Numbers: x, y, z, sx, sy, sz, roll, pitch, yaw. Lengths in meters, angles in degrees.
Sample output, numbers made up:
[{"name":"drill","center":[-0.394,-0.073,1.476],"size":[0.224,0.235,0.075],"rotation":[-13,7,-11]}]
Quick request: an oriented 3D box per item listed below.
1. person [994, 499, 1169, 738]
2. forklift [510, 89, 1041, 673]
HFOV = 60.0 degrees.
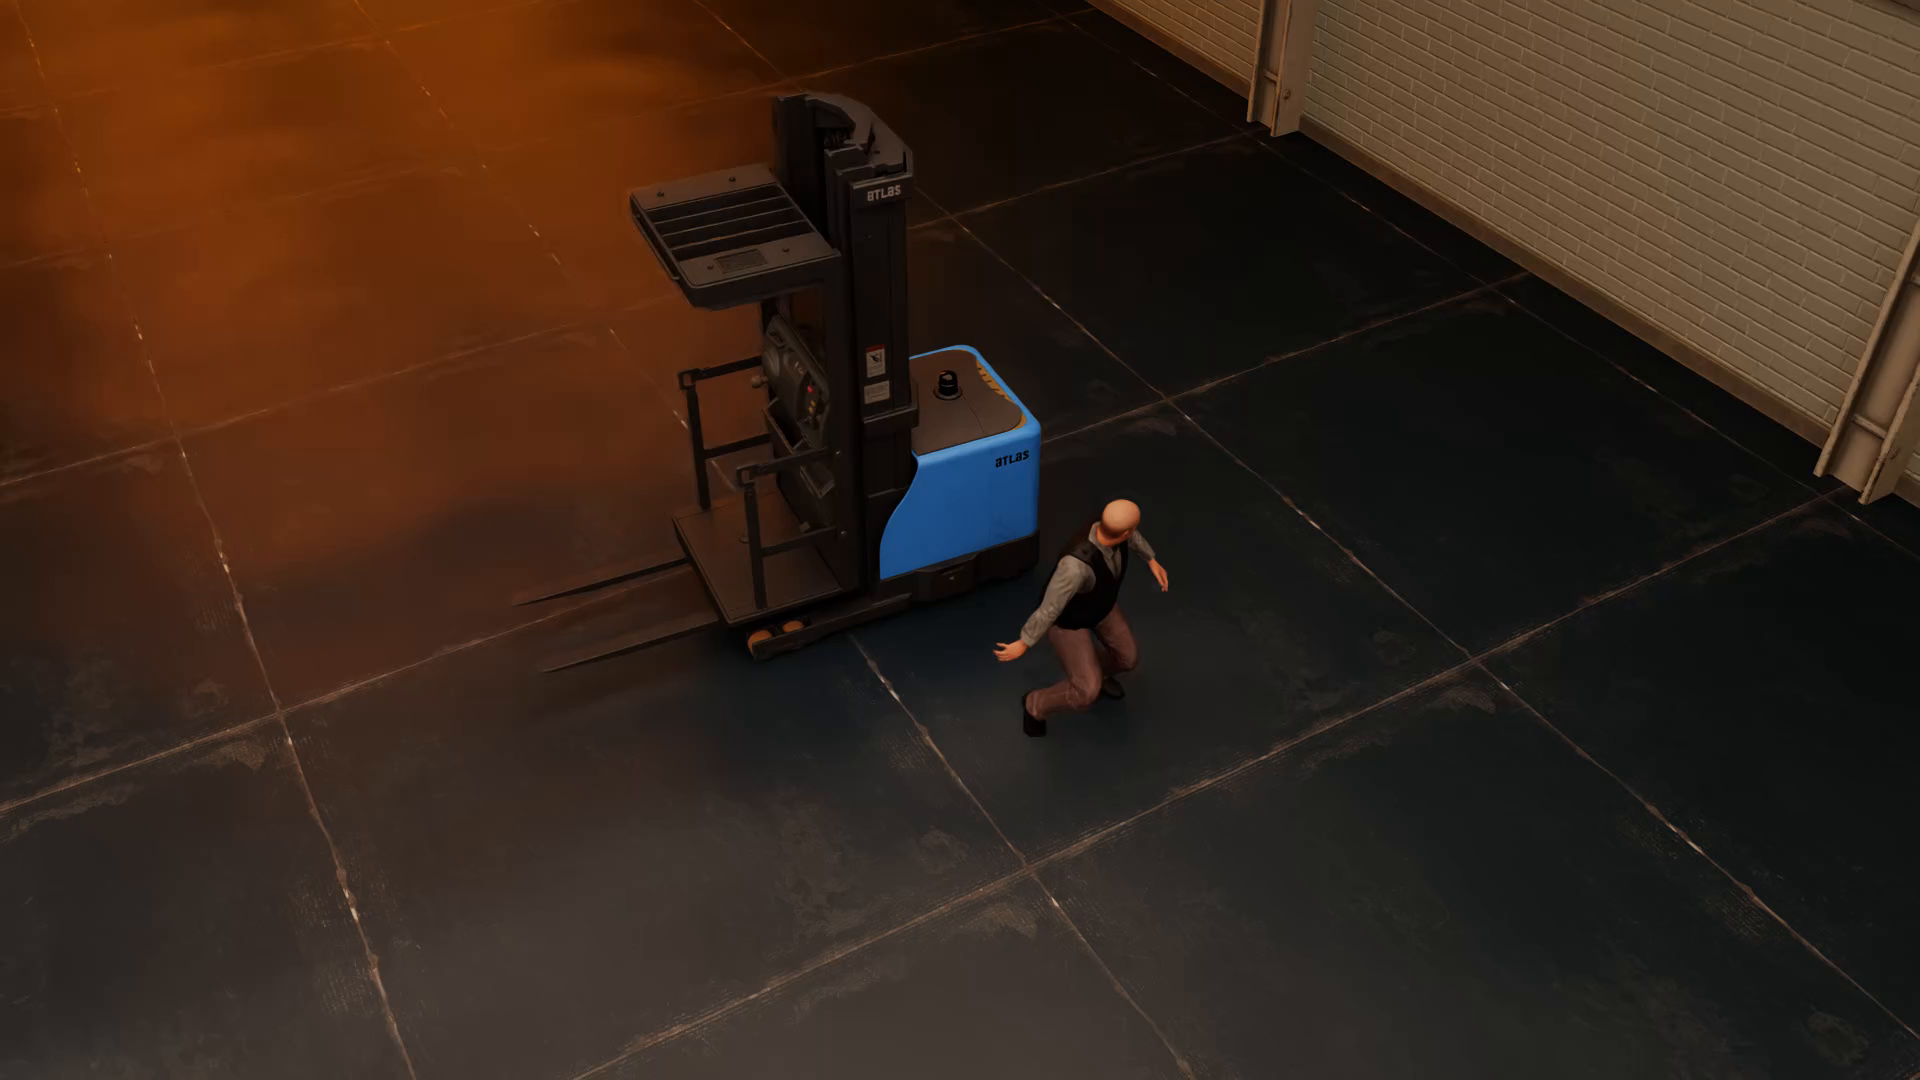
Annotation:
[{"name":"person","center":[0.630,0.418,8.670],"size":[0.502,1.607,0.967],"rotation":[29,48,30]},{"name":"forklift","center":[-1.081,-0.833,9.041],"size":[3.031,2.935,1.130],"rotation":[-17,42,-19]}]
